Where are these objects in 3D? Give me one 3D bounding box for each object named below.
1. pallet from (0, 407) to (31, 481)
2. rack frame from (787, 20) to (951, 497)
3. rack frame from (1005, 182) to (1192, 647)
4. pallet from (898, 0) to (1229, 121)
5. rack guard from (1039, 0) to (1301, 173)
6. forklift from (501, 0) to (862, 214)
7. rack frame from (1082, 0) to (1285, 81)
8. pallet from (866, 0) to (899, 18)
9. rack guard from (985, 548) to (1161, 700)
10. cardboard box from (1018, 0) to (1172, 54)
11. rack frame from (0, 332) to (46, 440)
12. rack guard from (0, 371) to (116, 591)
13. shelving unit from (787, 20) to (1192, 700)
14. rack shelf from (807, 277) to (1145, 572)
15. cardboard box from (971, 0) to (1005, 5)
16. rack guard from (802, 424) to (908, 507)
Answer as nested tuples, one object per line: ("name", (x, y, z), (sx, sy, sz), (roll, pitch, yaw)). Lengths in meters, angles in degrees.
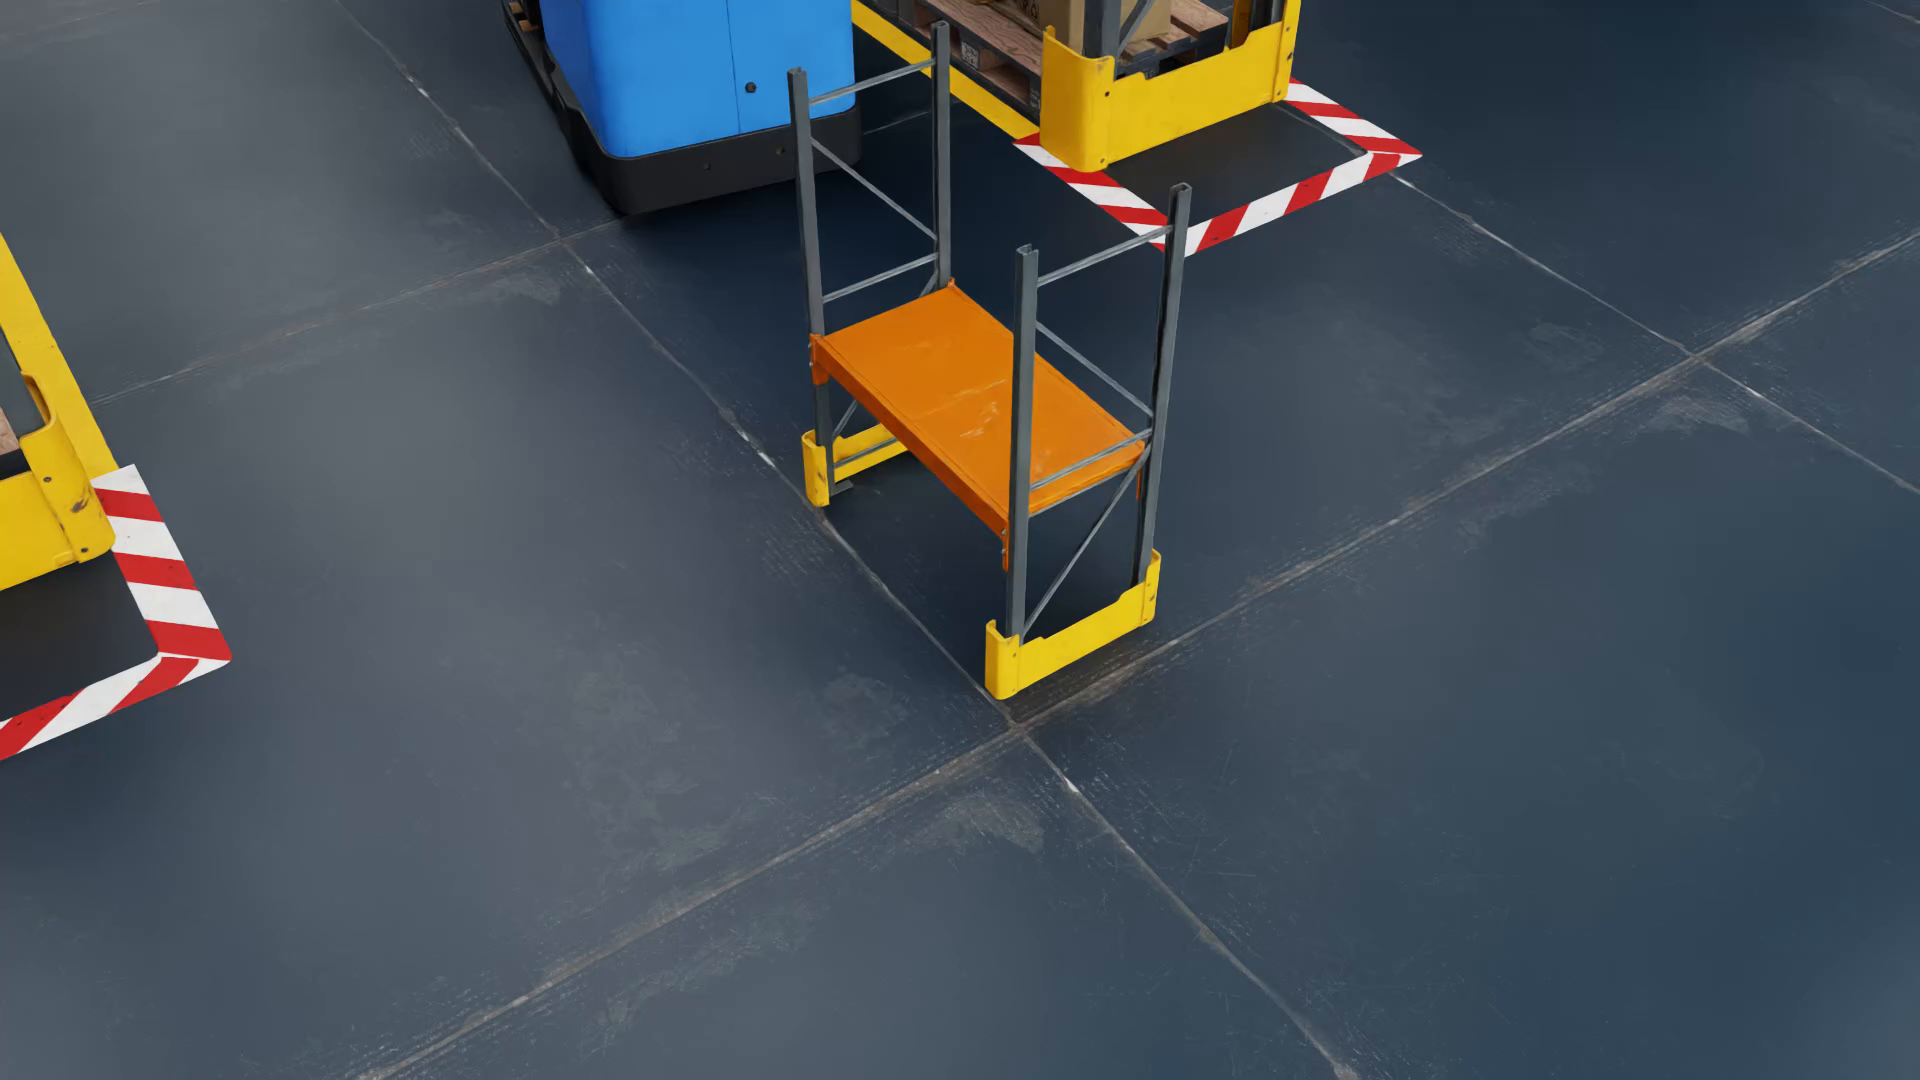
("pallet", (-3.676, -0.382, 5.497), (1.003, 0.211, 1.213), (-26, 49, -24))
("rack frame", (-0.242, -0.782, 4.983), (0.500, 1.500, 0.032), (-26, 49, -24))
("rack frame", (0.340, -0.206, 4.380), (0.500, 1.500, 0.032), (-26, 49, -24))
("pallet", (0.450, -2.369, 7.579), (1.003, 0.211, 1.213), (-26, 49, -24))
("rack guard", (0.885, -1.999, 6.982), (1.175, 0.500, 0.348), (-26, 49, -24))
("forklift", (-1.452, -3.358, 6.645), (1.130, 2.935, 3.031), (-17, 46, -17))
("rack frame", (0.929, -2.860, 6.074), (1.000, 3.000, 0.127), (-26, 49, -24))
("pallet", (-0.244, -3.059, 8.302), (1.003, 0.211, 1.213), (-26, 49, -24))
("rack guard", (0.329, 0.235, 4.823), (0.587, 0.250, 0.087), (-26, 49, -24))
("cardboard box", (0.585, -2.468, 7.170), (0.500, 0.500, 0.500), (-17, 46, -17))
("rack frame", (-3.134, -0.904, 4.024), (1.000, 3.000, 0.127), (-26, 49, -24))
("rack guard", (-3.216, -0.024, 4.913), (1.175, 0.500, 0.348), (-26, 49, -24))
("shelving unit", (0.044, -0.499, 4.687), (0.587, 1.500, 1.083), (-26, 49, -24))
("rack shelf", (0.049, -0.364, 4.806), (0.538, 0.185, 1.000), (-26, 49, -24))
("cardboard box", (0.215, -2.793, 7.510), (0.500, 0.500, 0.500), (-14, 45, -14))
("rack guard", (-0.241, -0.329, 5.414), (0.587, 0.250, 0.087), (-26, 49, -24))
